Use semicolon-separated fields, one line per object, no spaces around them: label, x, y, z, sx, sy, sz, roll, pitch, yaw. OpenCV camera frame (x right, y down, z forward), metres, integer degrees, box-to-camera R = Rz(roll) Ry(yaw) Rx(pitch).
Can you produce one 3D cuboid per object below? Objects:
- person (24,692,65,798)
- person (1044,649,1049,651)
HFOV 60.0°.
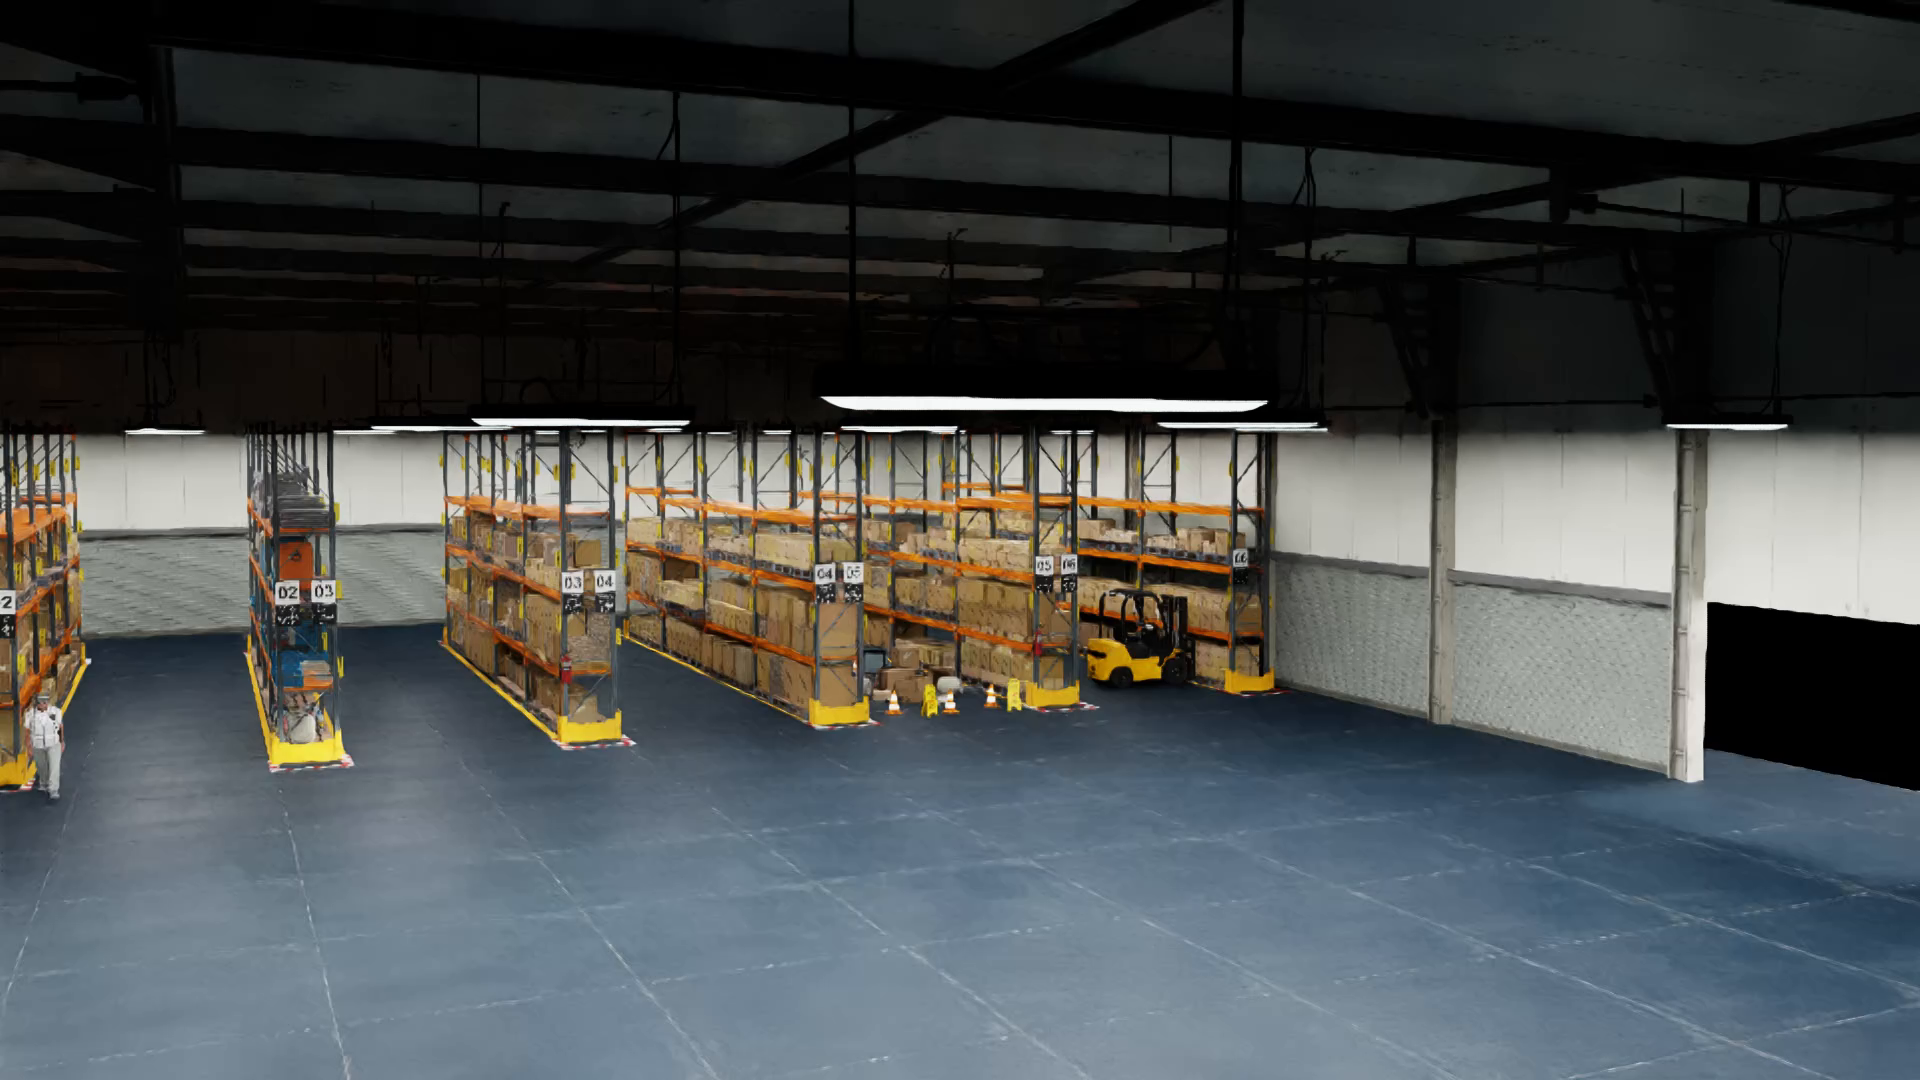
person;-14.521;3.219;26.360;0.542;1.675;1.126;-1;4;-22
person;2.052;2.096;43.693;0.591;1.763;0.685;0;4;-1
